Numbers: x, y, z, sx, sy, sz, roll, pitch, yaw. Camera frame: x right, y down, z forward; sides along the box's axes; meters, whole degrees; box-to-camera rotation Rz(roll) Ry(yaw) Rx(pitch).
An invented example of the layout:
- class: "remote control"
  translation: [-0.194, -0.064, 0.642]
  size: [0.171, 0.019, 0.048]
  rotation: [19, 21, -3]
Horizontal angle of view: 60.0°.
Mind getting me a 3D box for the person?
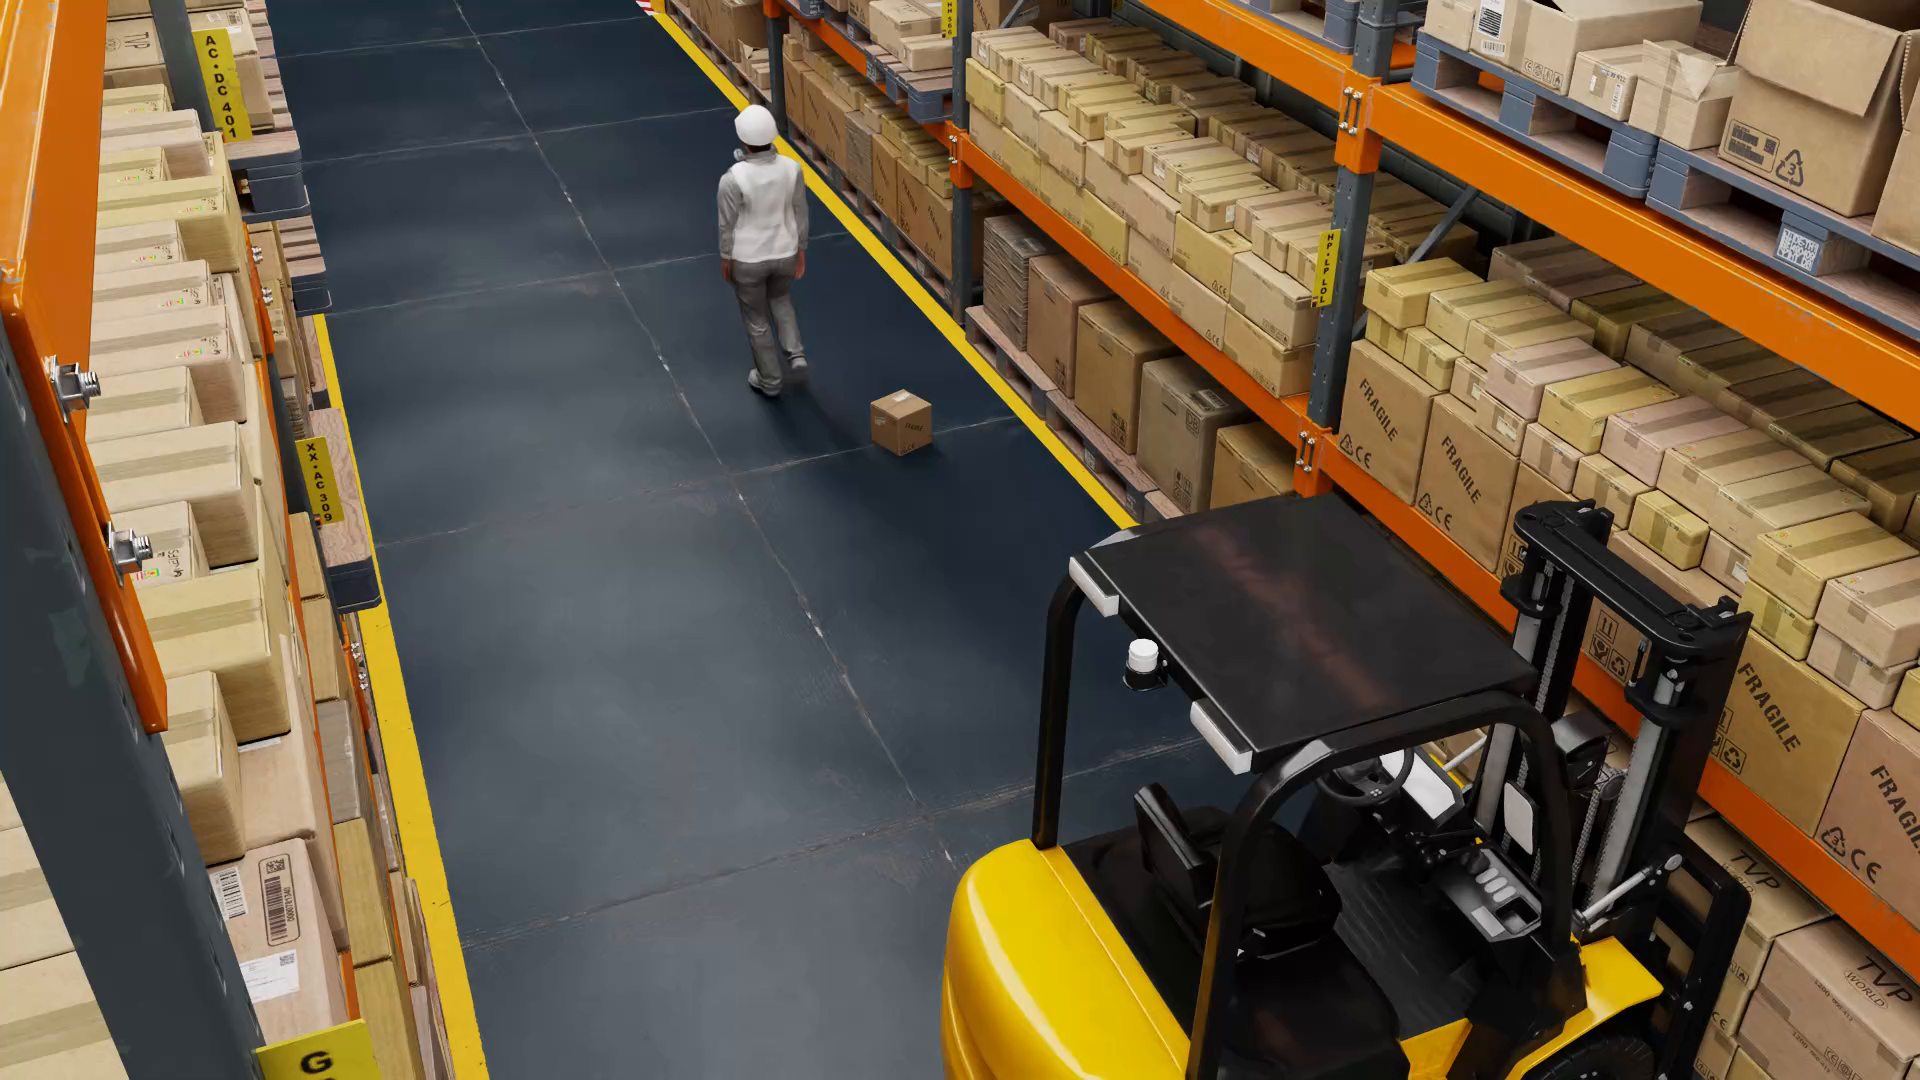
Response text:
- class: "person"
  translation: [-1.156, -1.672, 9.636]
  size: [0.533, 1.773, 0.456]
  rotation: [-19, 38, -26]
